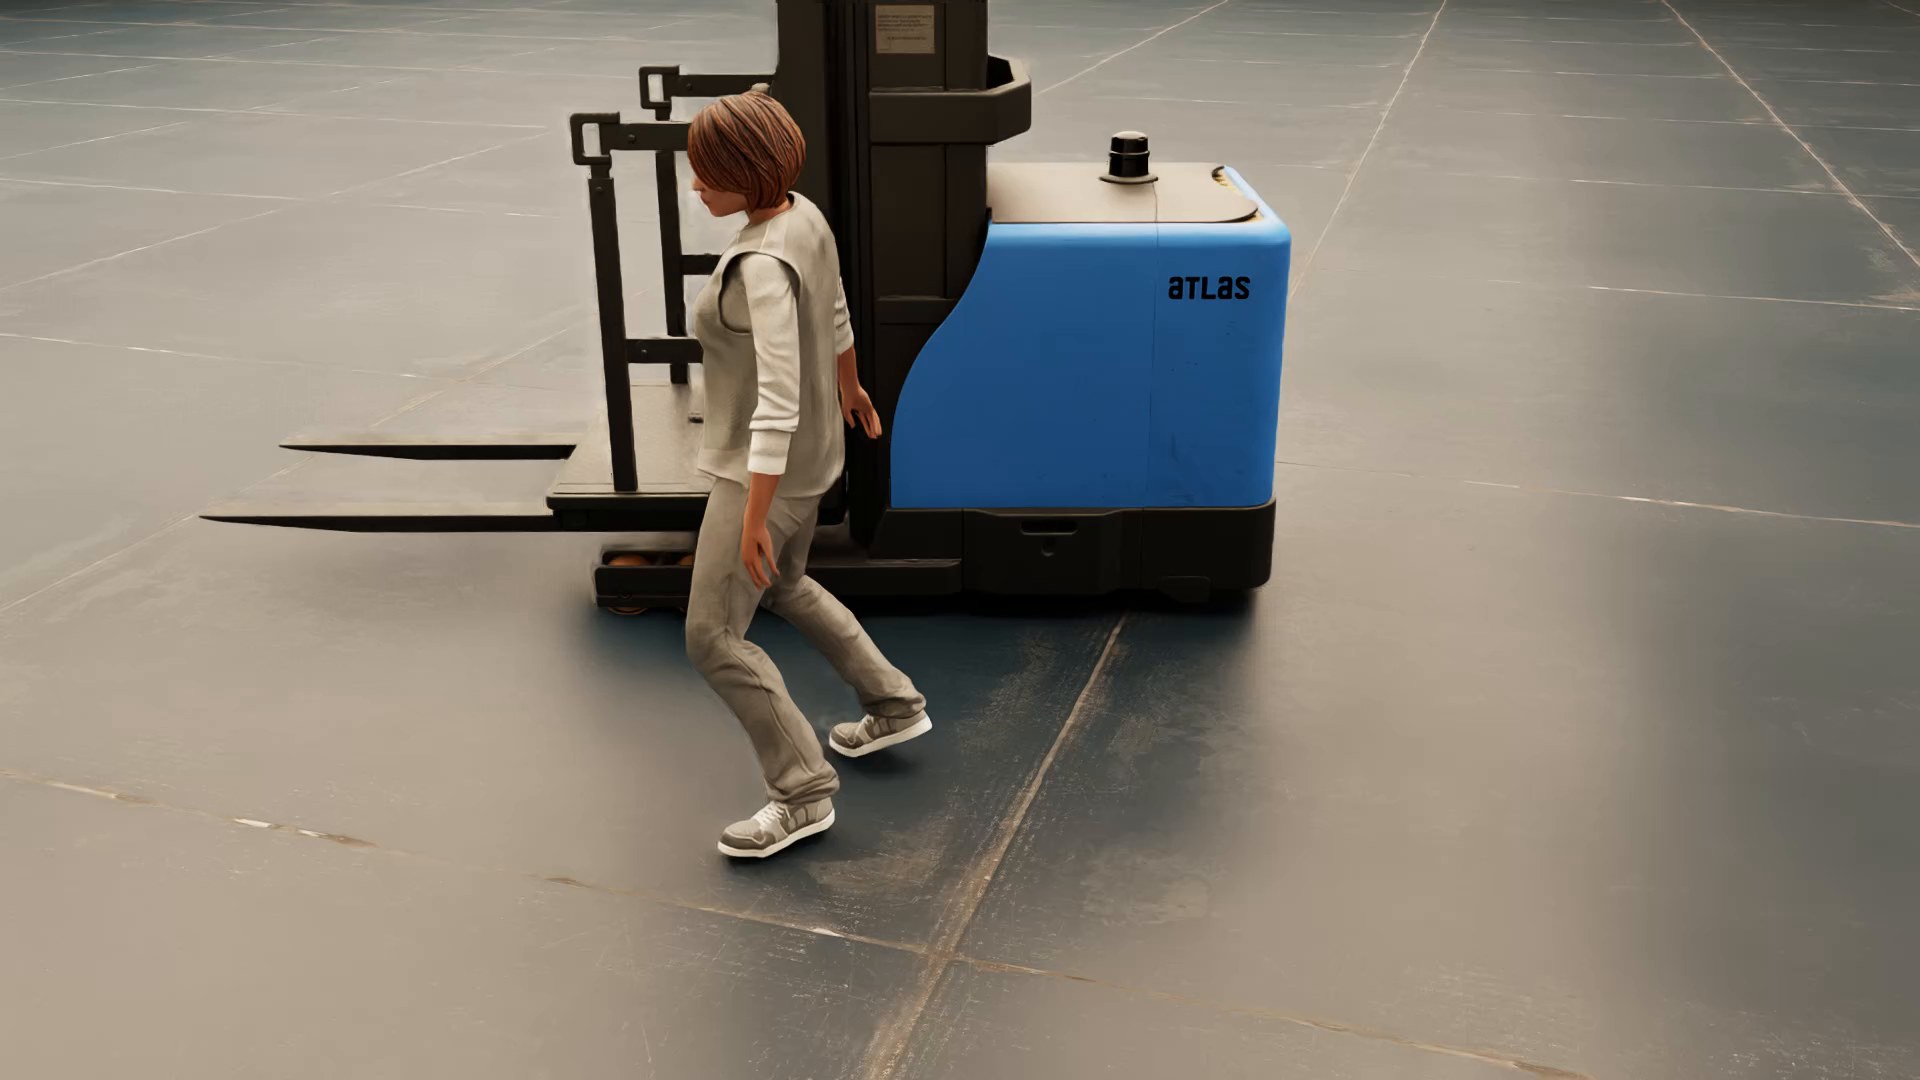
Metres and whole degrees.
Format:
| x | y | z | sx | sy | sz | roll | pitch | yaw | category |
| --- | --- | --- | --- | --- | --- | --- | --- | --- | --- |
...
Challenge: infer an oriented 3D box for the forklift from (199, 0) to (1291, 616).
| x | y | z | sx | sy | sz | roll | pitch | yaw | category |
| --- | --- | --- | --- | --- | --- | --- | --- | --- | --- |
| -0.643 | -1.347 | 4.543 | 3.031 | 2.935 | 1.130 | 0 | 22 | 0 | forklift |

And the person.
| x | y | z | sx | sy | sz | roll | pitch | yaw | category |
| --- | --- | --- | --- | --- | --- | --- | --- | --- | --- |
| -0.302 | -0.163 | 3.499 | 0.442 | 1.532 | 0.743 | 4 | 23 | 10 | person |
